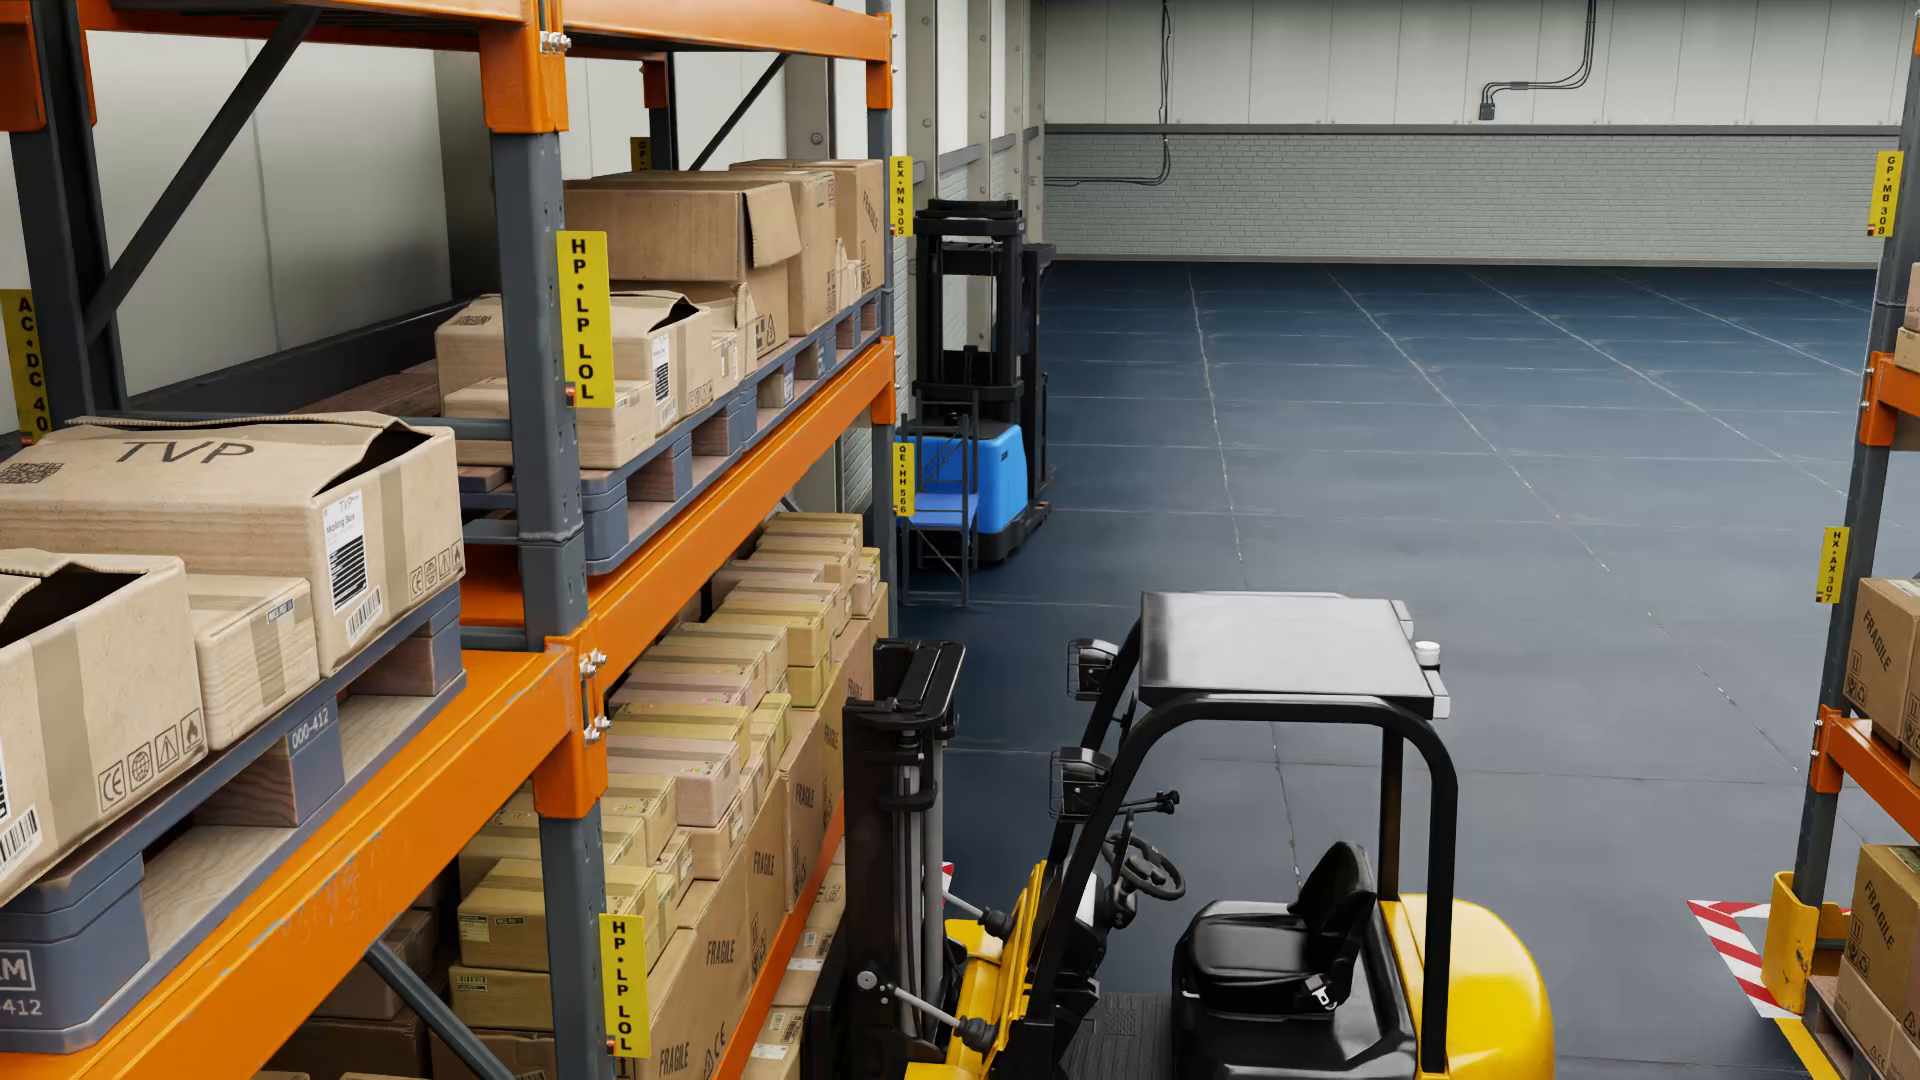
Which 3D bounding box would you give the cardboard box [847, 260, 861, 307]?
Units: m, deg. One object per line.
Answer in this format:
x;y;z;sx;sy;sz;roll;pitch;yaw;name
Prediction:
-0.576;-0.961;6.209;0.380;0.149;0.250;1;15;5;cardboard box

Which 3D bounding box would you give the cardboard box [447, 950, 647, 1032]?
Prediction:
-0.938;0.994;3.806;0.380;0.149;0.250;1;15;5;cardboard box

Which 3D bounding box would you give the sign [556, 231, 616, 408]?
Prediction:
-0.695;-0.406;3.077;0.100;0.325;0.005;2;15;6;sign

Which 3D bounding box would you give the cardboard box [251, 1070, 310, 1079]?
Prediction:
-1.488;1.153;3.215;0.380;0.149;0.250;1;15;5;cardboard box

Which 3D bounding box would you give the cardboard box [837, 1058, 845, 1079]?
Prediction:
-0.691;2.042;5.827;0.500;0.250;0.500;2;15;8;cardboard box

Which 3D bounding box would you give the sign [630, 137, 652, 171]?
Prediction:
-1.335;-1.533;7.014;0.100;0.325;0.005;2;15;6;sign

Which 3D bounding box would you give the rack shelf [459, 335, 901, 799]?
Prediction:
-1.010;-0.189;5.248;1.077;0.370;4.000;2;15;6;rack shelf

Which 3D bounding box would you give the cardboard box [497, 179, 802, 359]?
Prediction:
-0.911;-0.821;5.011;0.797;0.503;0.637;2;15;8;cardboard box

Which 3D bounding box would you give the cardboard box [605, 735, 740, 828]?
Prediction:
-0.814;0.650;4.506;0.380;0.149;0.250;2;15;8;cardboard box

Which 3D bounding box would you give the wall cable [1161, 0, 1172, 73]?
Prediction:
5.961;-11.715;37.019;3.097;2.526;0.112;2;15;6;wall cable

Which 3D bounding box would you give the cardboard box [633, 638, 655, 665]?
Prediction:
-1.237;0.369;5.548;0.380;0.149;0.250;2;15;7;cardboard box

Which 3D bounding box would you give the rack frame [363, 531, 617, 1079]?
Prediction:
-1.236;1.430;3.627;1.000;3.000;0.127;2;15;6;rack frame

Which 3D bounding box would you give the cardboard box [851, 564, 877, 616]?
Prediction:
-0.544;0.197;6.754;0.380;0.149;0.250;2;15;7;cardboard box

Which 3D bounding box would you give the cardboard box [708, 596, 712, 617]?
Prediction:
-1.080;0.243;6.583;0.380;0.149;0.250;1;15;5;cardboard box

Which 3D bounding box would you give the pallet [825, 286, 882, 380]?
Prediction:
-0.890;-0.830;6.408;1.003;0.211;1.213;2;15;6;pallet

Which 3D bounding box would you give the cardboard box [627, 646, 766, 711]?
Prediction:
-0.828;0.450;5.249;0.380;0.149;0.250;2;15;6;cardboard box

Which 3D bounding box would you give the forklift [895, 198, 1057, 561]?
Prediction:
0.224;-1.579;14.888;1.130;2.935;3.031;4;16;15;forklift

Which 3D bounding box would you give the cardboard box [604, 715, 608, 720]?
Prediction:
-1.281;0.578;5.344;0.380;0.149;0.250;1;15;4;cardboard box

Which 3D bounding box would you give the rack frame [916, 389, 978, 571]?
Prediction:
-0.104;-0.481;13.567;0.500;1.500;0.032;1;15;5;rack frame

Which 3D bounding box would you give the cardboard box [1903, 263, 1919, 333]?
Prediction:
3.827;-0.859;6.062;0.500;0.250;0.500;1;15;5;cardboard box

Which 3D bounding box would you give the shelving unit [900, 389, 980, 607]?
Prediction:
-0.147;-0.349;13.078;0.538;1.500;1.048;1;15;5;shelving unit

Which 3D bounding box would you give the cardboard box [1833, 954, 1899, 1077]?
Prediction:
3.782;1.864;6.487;0.500;0.250;0.500;2;15;6;cardboard box

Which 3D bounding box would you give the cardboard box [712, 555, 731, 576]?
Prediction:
-1.113;0.104;6.526;0.380;0.149;0.250;2;15;7;cardboard box

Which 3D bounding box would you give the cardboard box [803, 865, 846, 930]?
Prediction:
-0.625;1.427;6.186;0.500;0.250;0.500;2;15;7;cardboard box

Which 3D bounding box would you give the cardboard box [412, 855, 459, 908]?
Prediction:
-1.430;0.770;4.066;0.380;0.149;0.250;1;15;5;cardboard box

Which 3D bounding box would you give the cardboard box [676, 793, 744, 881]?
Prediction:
-0.807;0.796;4.536;0.380;0.149;0.250;2;15;7;cardboard box

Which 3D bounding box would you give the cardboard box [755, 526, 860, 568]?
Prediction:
-0.612;0.052;6.720;0.380;0.149;0.250;2;15;6;cardboard box

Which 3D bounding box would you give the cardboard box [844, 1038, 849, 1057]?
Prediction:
-0.633;1.676;6.224;0.500;0.250;0.500;1;15;5;cardboard box

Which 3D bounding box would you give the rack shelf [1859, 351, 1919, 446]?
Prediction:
3.923;-0.044;4.710;1.077;0.370;4.000;2;15;6;rack shelf

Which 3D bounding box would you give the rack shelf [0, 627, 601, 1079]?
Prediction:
-1.461;0.848;1.411;1.077;0.370;4.000;2;15;6;rack shelf

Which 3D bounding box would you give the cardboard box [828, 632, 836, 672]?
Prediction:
-0.657;0.397;6.014;0.380;0.149;0.250;1;15;4;cardboard box

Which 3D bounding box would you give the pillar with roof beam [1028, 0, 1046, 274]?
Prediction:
5.904;-10.003;34.417;9.100;9.000;0.400;2;15;6;pillar with roof beam

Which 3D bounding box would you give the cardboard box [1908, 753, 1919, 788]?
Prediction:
3.779;0.873;6.167;0.380;0.149;0.250;1;15;4;cardboard box

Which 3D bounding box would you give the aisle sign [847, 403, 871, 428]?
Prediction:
-0.485;-0.871;7.155;0.394;0.787;0.004;2;15;6;aisle sign

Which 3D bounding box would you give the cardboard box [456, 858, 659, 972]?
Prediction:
-0.905;0.851;3.764;0.380;0.149;0.250;2;15;7;cardboard box

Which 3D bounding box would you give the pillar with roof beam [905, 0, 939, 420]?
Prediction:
3.873;-5.335;17.152;9.100;9.000;0.400;2;15;6;pillar with roof beam

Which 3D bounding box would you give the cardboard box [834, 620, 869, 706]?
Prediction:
-0.647;0.614;6.453;0.500;0.500;0.500;2;15;8;cardboard box

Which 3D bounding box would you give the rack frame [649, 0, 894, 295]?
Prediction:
-0.784;-2.503;6.680;1.000;3.000;0.127;2;15;6;rack frame

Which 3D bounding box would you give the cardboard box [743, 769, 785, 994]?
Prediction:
-0.828;1.007;4.998;0.500;0.500;0.500;2;15;6;cardboard box

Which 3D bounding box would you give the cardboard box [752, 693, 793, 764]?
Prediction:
-0.744;0.593;5.287;0.380;0.149;0.250;1;15;5;cardboard box

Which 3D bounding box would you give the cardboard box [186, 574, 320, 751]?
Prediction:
-1.058;0.147;2.112;0.380;0.149;0.250;2;15;6;cardboard box

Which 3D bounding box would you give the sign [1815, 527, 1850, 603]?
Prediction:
3.609;0.104;6.872;0.100;0.325;0.005;2;15;6;sign

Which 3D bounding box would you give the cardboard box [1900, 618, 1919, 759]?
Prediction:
3.764;0.595;5.953;0.500;0.500;0.500;2;15;8;cardboard box

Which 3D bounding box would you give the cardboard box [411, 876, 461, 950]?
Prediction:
-1.461;0.912;4.109;0.380;0.149;0.250;1;15;5;cardboard box

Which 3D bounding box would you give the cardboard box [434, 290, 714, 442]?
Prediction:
-0.900;-0.434;3.950;0.500;0.311;0.500;2;15;7;cardboard box

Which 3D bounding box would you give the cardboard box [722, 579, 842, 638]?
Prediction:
-0.636;0.253;5.974;0.380;0.149;0.250;2;15;8;cardboard box
